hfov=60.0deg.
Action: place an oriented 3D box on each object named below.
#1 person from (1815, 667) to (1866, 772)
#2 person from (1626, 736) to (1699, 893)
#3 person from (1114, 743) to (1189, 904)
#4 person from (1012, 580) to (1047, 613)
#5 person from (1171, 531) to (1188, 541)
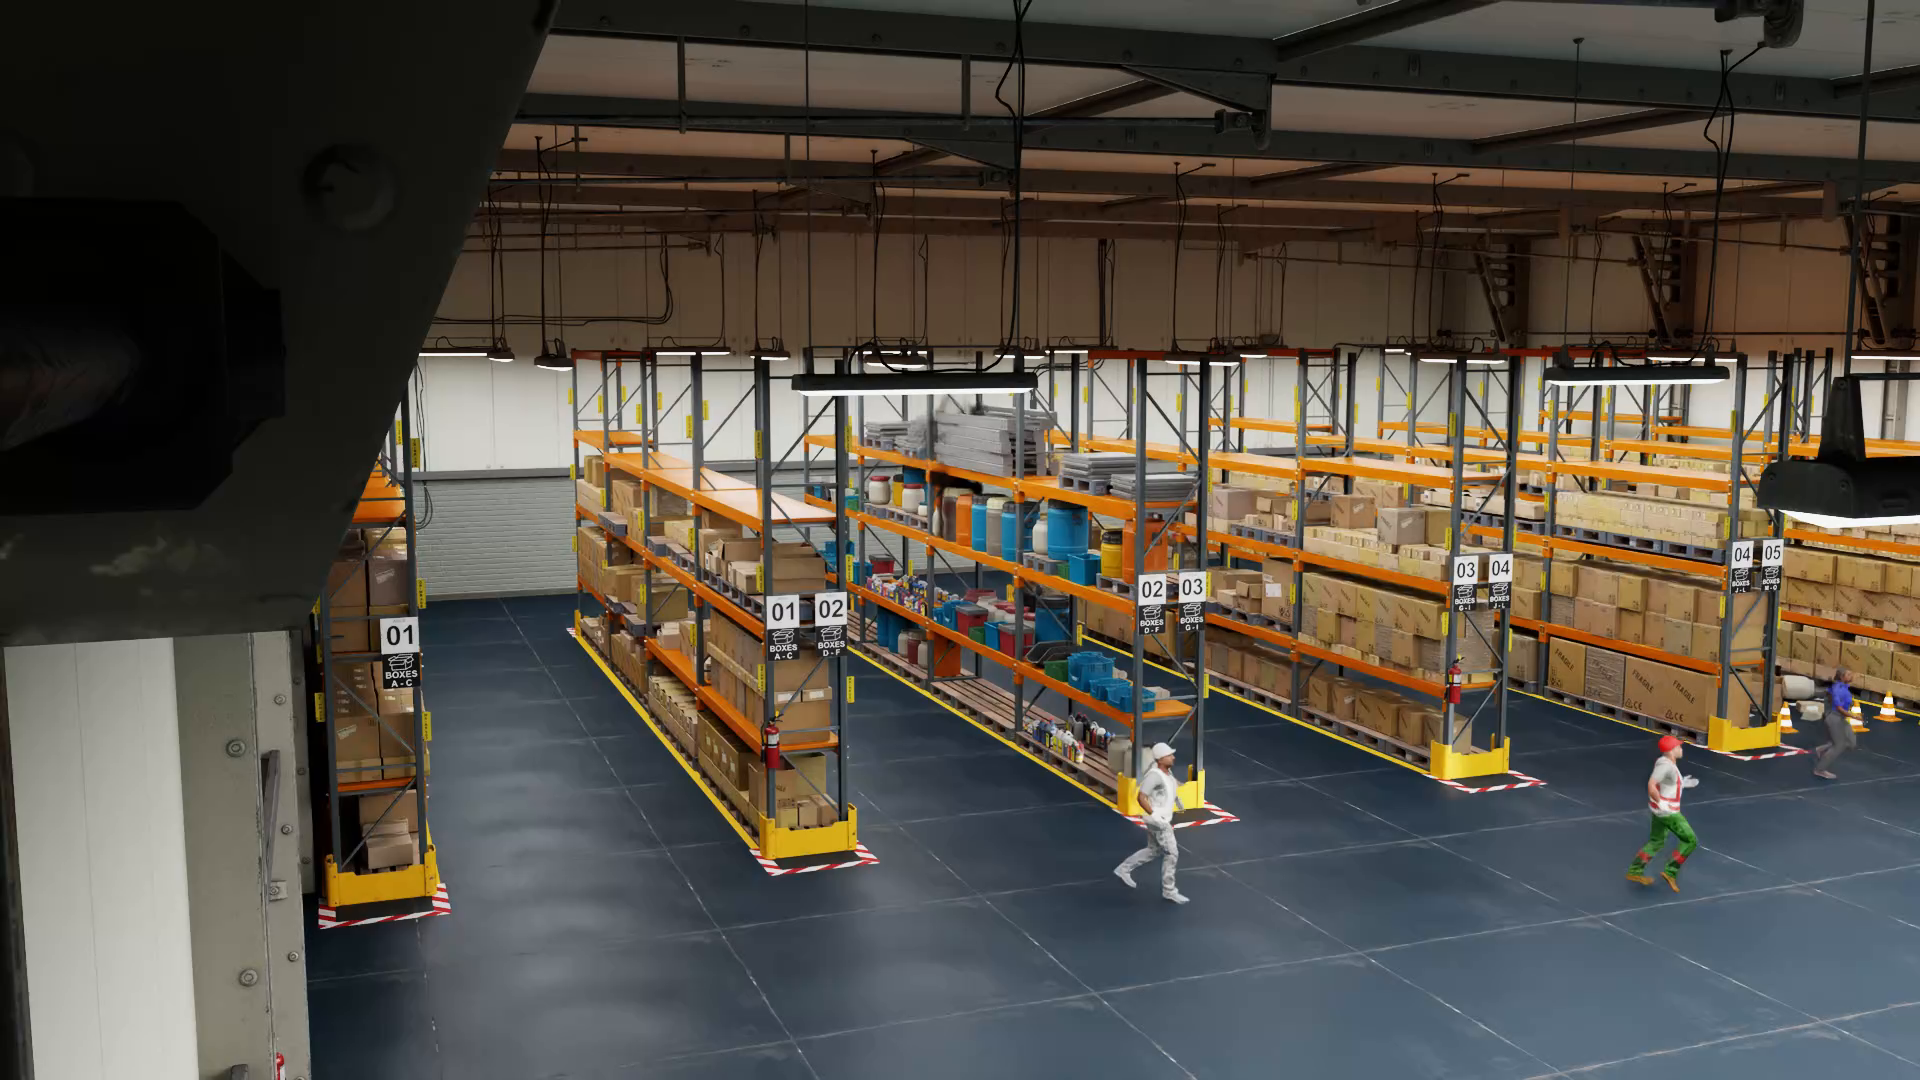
[{"bbox_3d":[12.577,2.563,23.710,0.597,1.541,0.603,4,8,31],"label":"person"},{"bbox_3d":[8.024,3.112,18.962,0.746,1.798,0.643,1,7,11],"label":"person"},{"bbox_3d":[2.154,3.140,18.604,0.860,1.806,0.676,2,7,12],"label":"person"},{"bbox_3d":[1.407,1.425,32.324,0.630,1.692,0.873,-4,8,-27],"label":"person"},{"bbox_3d":[5.278,0.398,41.255,0.555,1.634,0.862,-6,9,-41],"label":"person"}]
